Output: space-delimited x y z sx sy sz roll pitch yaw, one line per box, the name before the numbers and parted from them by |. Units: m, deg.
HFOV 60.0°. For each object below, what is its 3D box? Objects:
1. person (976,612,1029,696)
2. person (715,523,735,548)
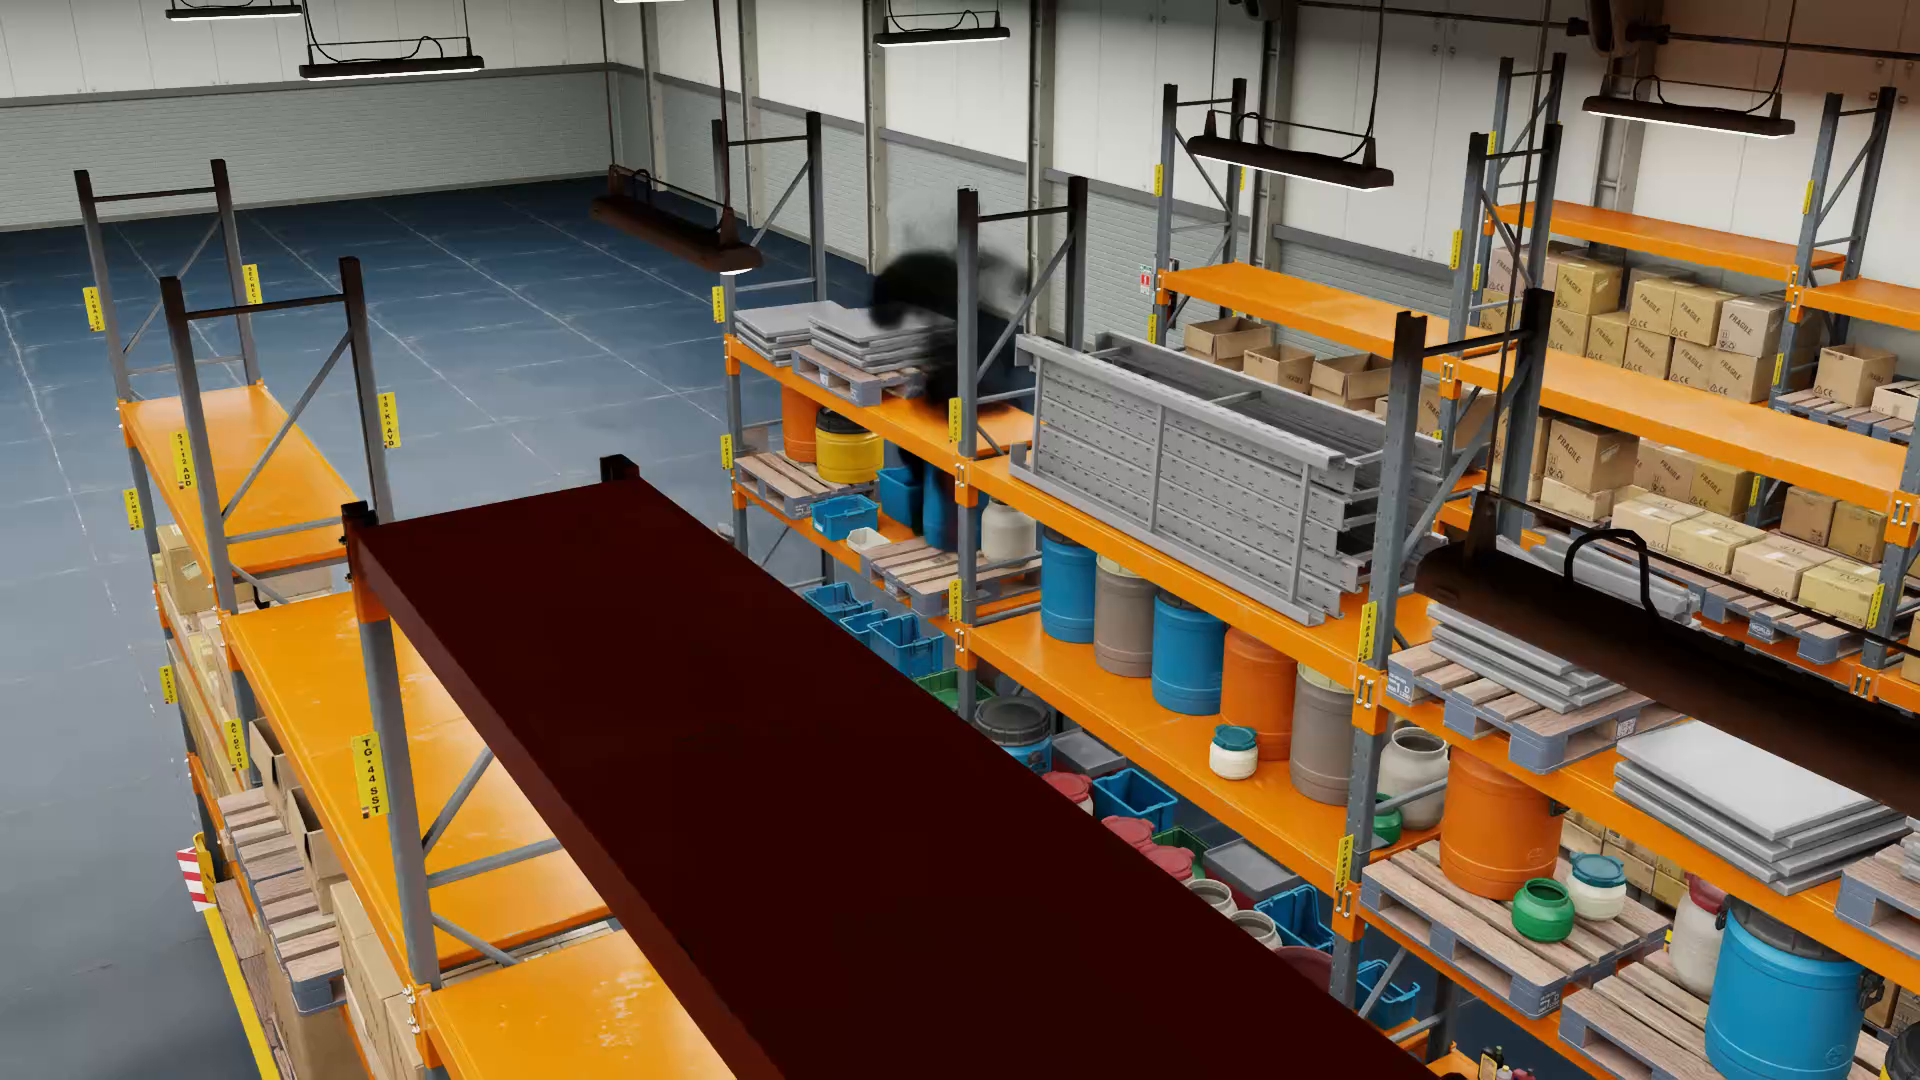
person | 0.252 1.136 16.172 0.666 1.847 0.937 -20 30 -41
person | -2.506 0.577 17.763 0.547 1.643 0.677 3 22 8
